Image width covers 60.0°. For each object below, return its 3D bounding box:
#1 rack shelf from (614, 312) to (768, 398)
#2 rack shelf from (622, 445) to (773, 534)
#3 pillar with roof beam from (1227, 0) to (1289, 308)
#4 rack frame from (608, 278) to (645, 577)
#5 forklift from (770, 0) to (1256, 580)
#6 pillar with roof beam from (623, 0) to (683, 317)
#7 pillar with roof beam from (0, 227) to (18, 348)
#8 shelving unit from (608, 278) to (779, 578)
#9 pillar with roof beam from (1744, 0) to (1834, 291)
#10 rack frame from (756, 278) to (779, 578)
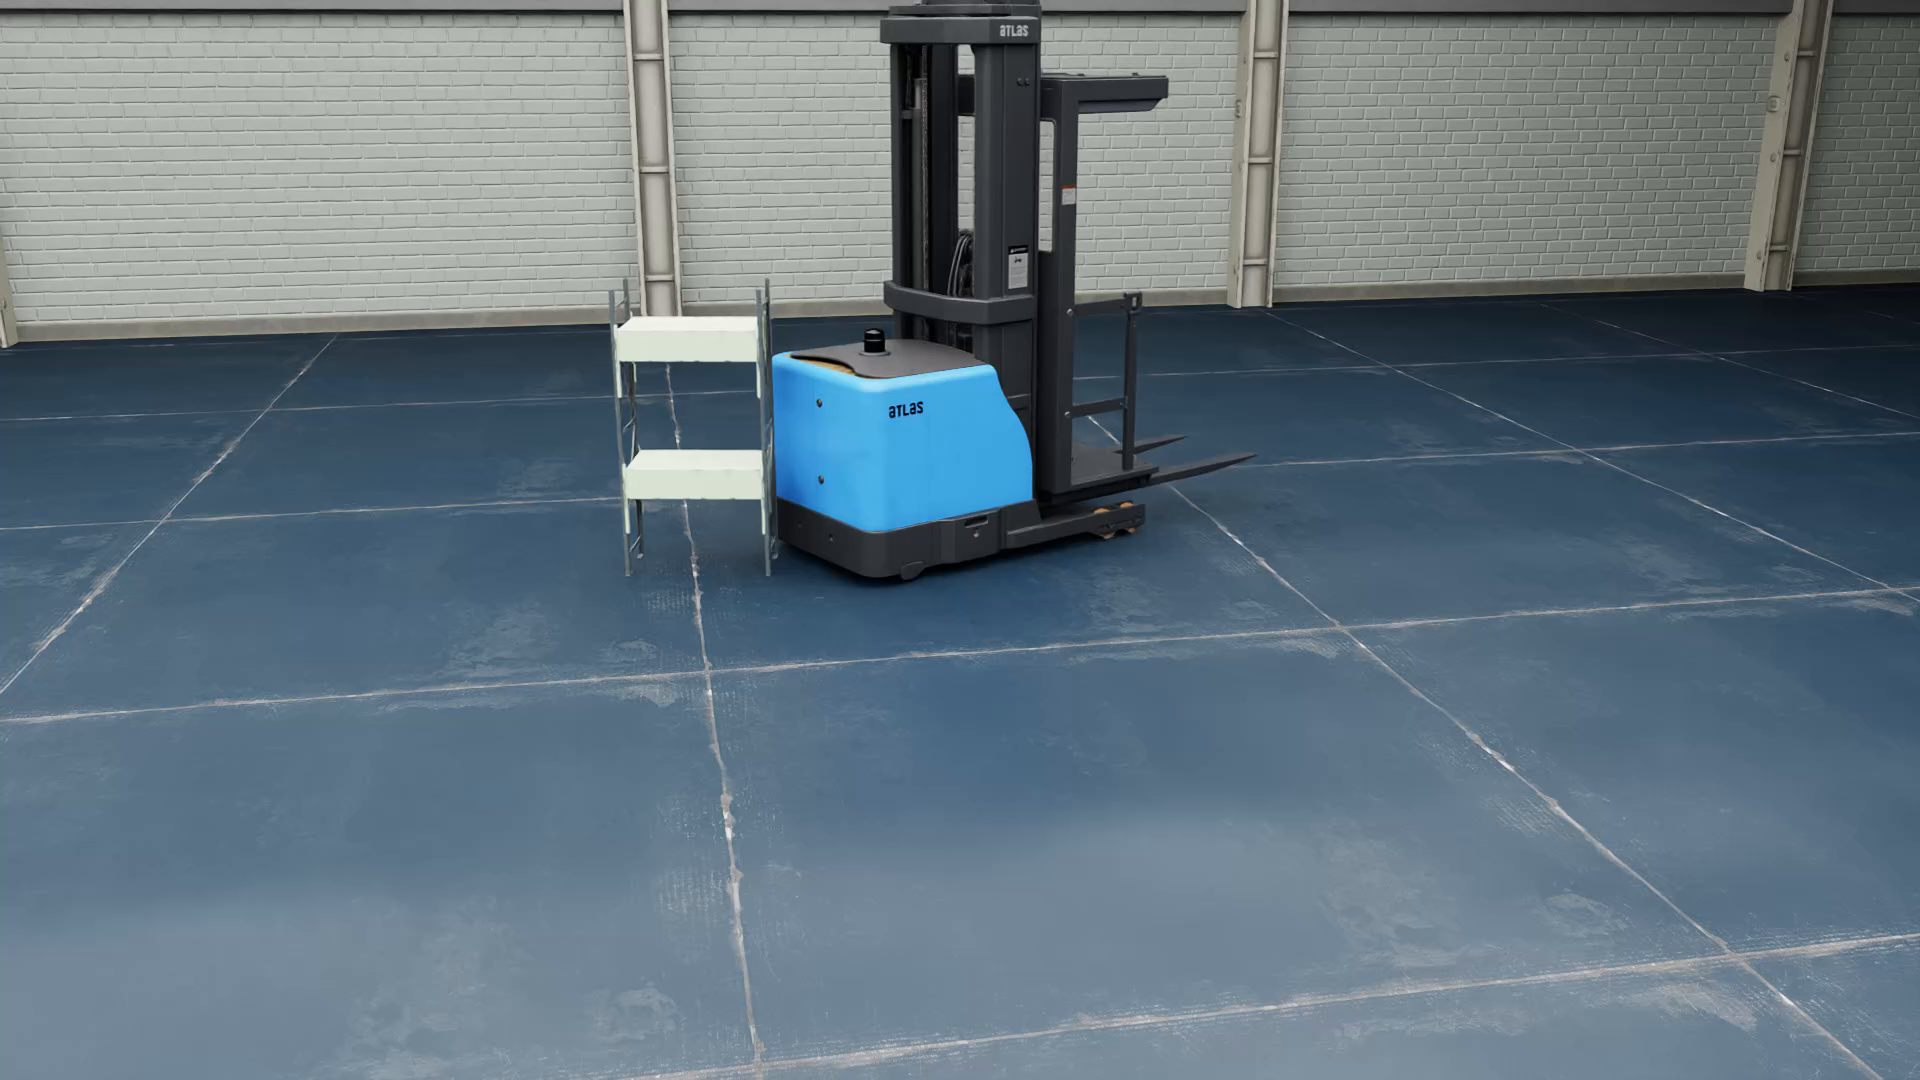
[{"bbox_3d":[-1.365,-0.953,8.531,0.720,0.370,0.431,0,17,0],"label":"rack shelf"},{"bbox_3d":[-1.365,-0.268,8.741,0.720,0.370,0.431,0,17,0],"label":"rack shelf"},{"bbox_3d":[3.814,-5.495,11.876,0.400,9.000,9.100,-3,17,-10],"label":"pillar with roof beam"},{"bbox_3d":[-1.731,-0.581,8.648,0.023,1.500,0.400,0,17,0],"label":"rack frame"},{"bbox_3d":[0.433,-1.522,9.275,3.031,2.935,1.130,-13,21,-36],"label":"forklift"},{"bbox_3d":[-2.077,-5.161,10.788,0.400,9.000,9.100,-3,17,-10],"label":"pillar with roof beam"},{"bbox_3d":[-7.968,-4.827,9.700,0.400,9.000,9.100,-3,17,-10],"label":"pillar with roof beam"},{"bbox_3d":[-1.365,-0.580,8.645,0.755,1.500,0.431,0,17,0],"label":"shelving unit"},{"bbox_3d":[9.705,-5.829,12.964,0.400,9.000,9.100,-3,17,-10],"label":"pillar with roof beam"},{"bbox_3d":[-0.999,-0.579,8.643,0.023,1.500,0.400,0,17,0],"label":"rack frame"}]
